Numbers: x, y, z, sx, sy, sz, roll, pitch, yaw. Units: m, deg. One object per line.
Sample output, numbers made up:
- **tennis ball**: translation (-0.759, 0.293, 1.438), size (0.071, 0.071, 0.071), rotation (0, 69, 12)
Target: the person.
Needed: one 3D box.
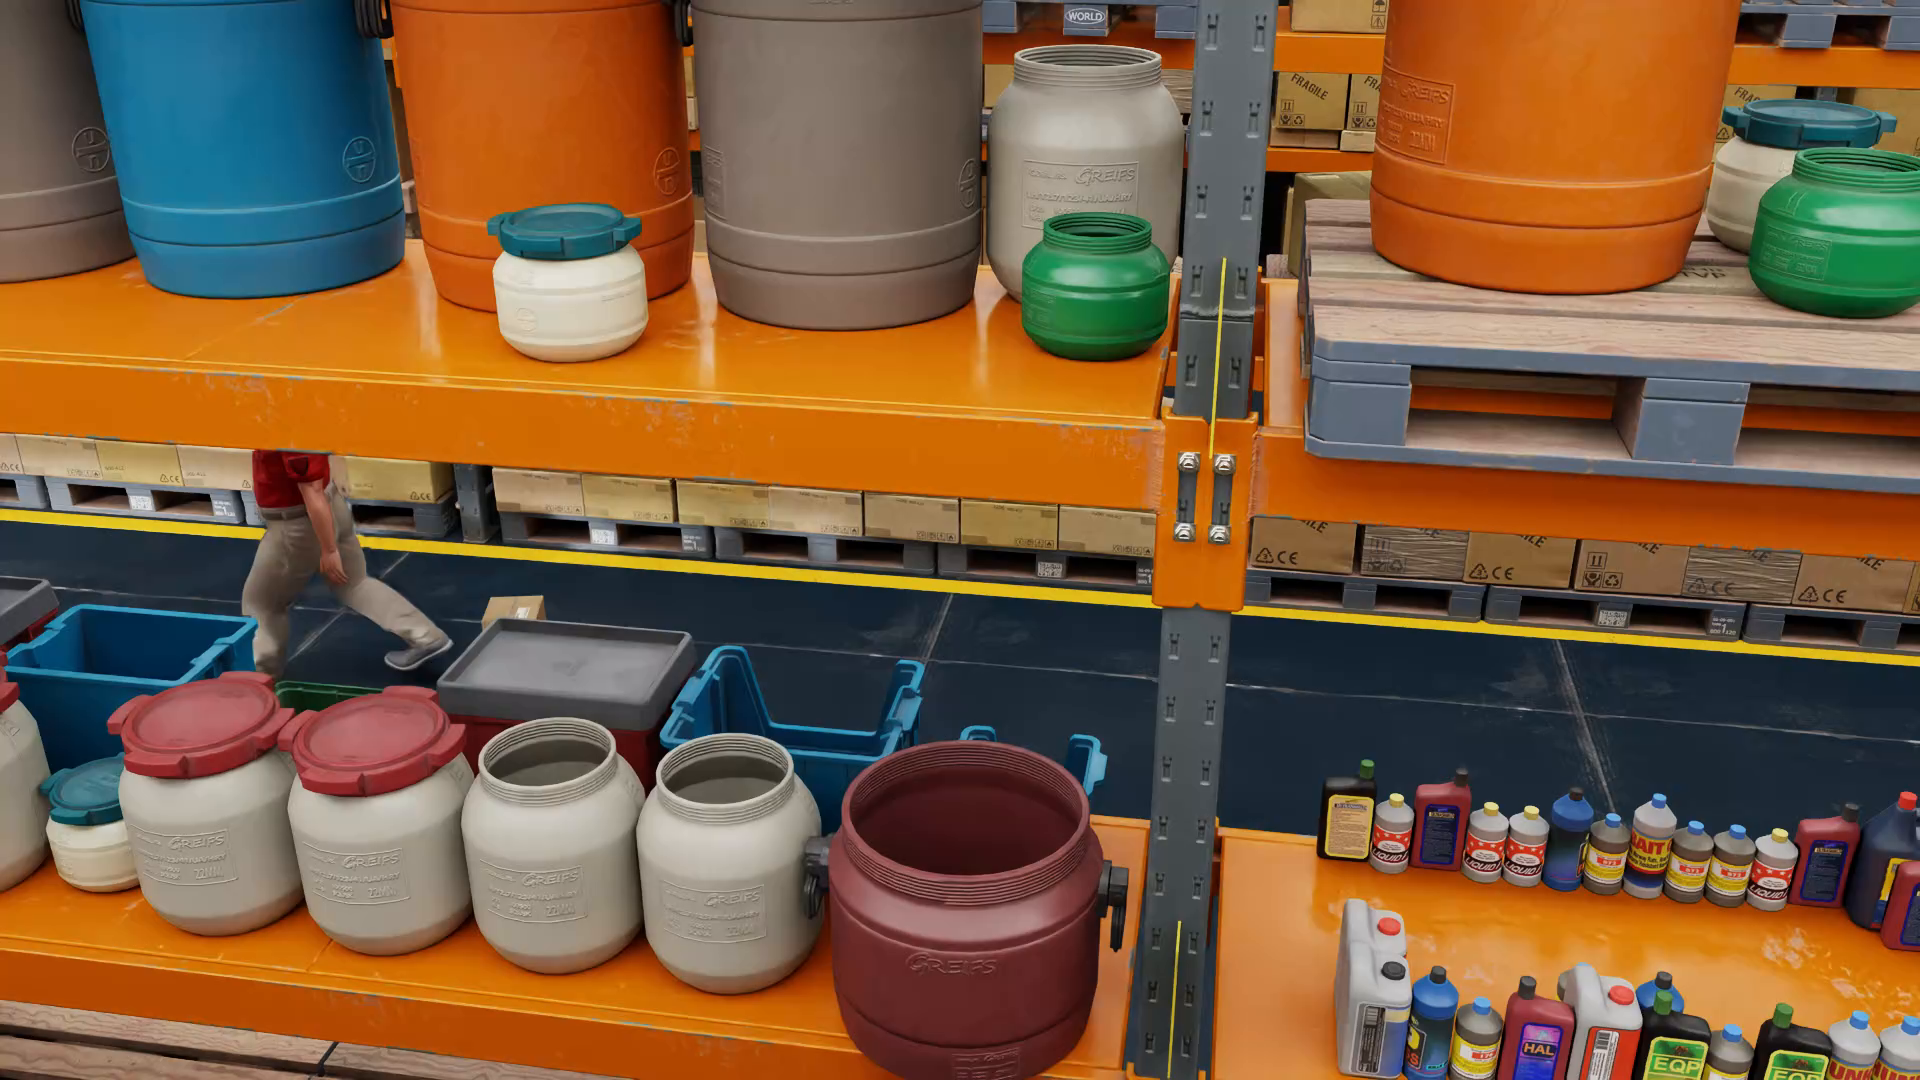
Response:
- **person**: translation (-2.877, -0.047, 7.325), size (1.062, 1.598, 0.554), rotation (-1, 25, -3)
